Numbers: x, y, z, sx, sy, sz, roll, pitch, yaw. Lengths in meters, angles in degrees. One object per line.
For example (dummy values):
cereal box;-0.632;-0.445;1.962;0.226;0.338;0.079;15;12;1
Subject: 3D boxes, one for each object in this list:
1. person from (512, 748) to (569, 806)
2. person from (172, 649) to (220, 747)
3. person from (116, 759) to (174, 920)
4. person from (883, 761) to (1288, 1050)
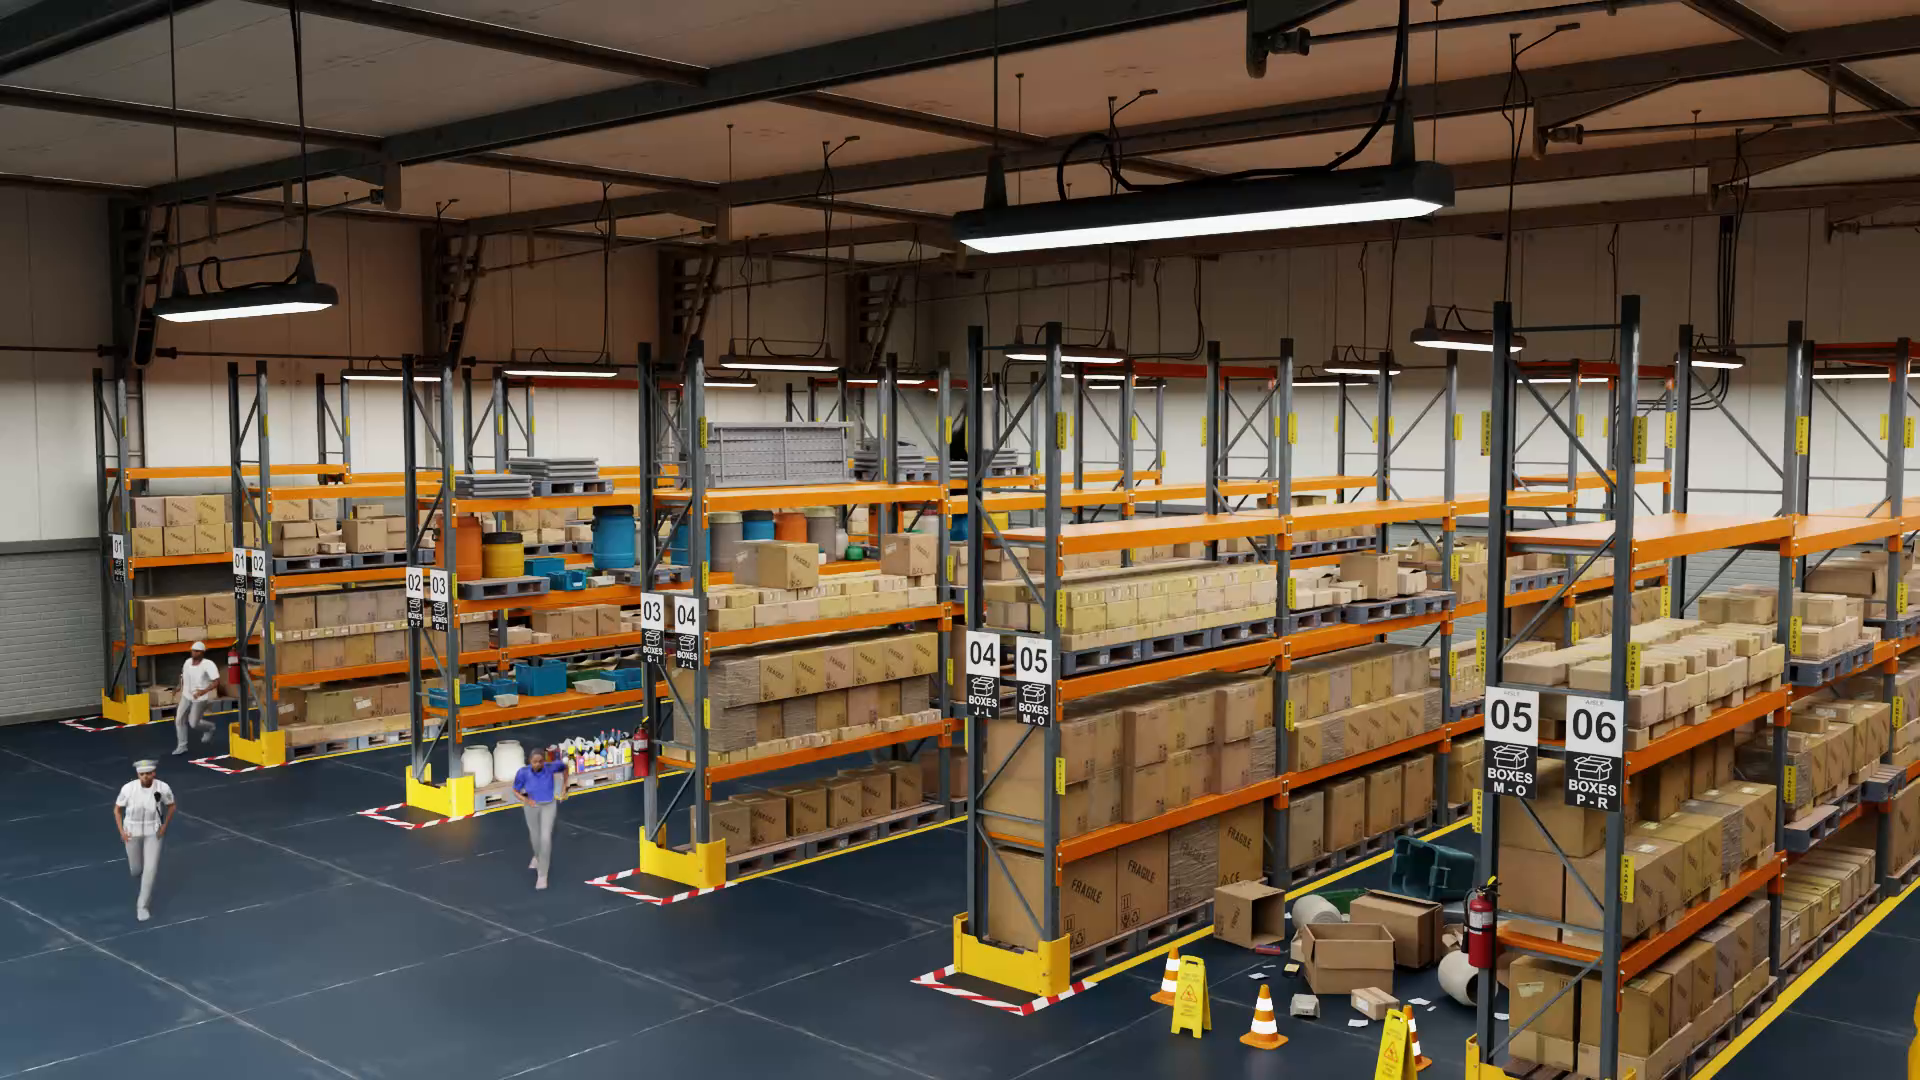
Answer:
person;-4.617;2.608;18.294;0.617;0.700;0.477;-1;4;-14
person;-11.768;2.399;25.725;0.749;1.607;0.667;1;4;15
person;-8.536;3.086;17.458;0.544;1.678;0.845;-2;5;-22
person;-8.081;0.763;19.101;23.575;6.000;17.030;4;6;41
